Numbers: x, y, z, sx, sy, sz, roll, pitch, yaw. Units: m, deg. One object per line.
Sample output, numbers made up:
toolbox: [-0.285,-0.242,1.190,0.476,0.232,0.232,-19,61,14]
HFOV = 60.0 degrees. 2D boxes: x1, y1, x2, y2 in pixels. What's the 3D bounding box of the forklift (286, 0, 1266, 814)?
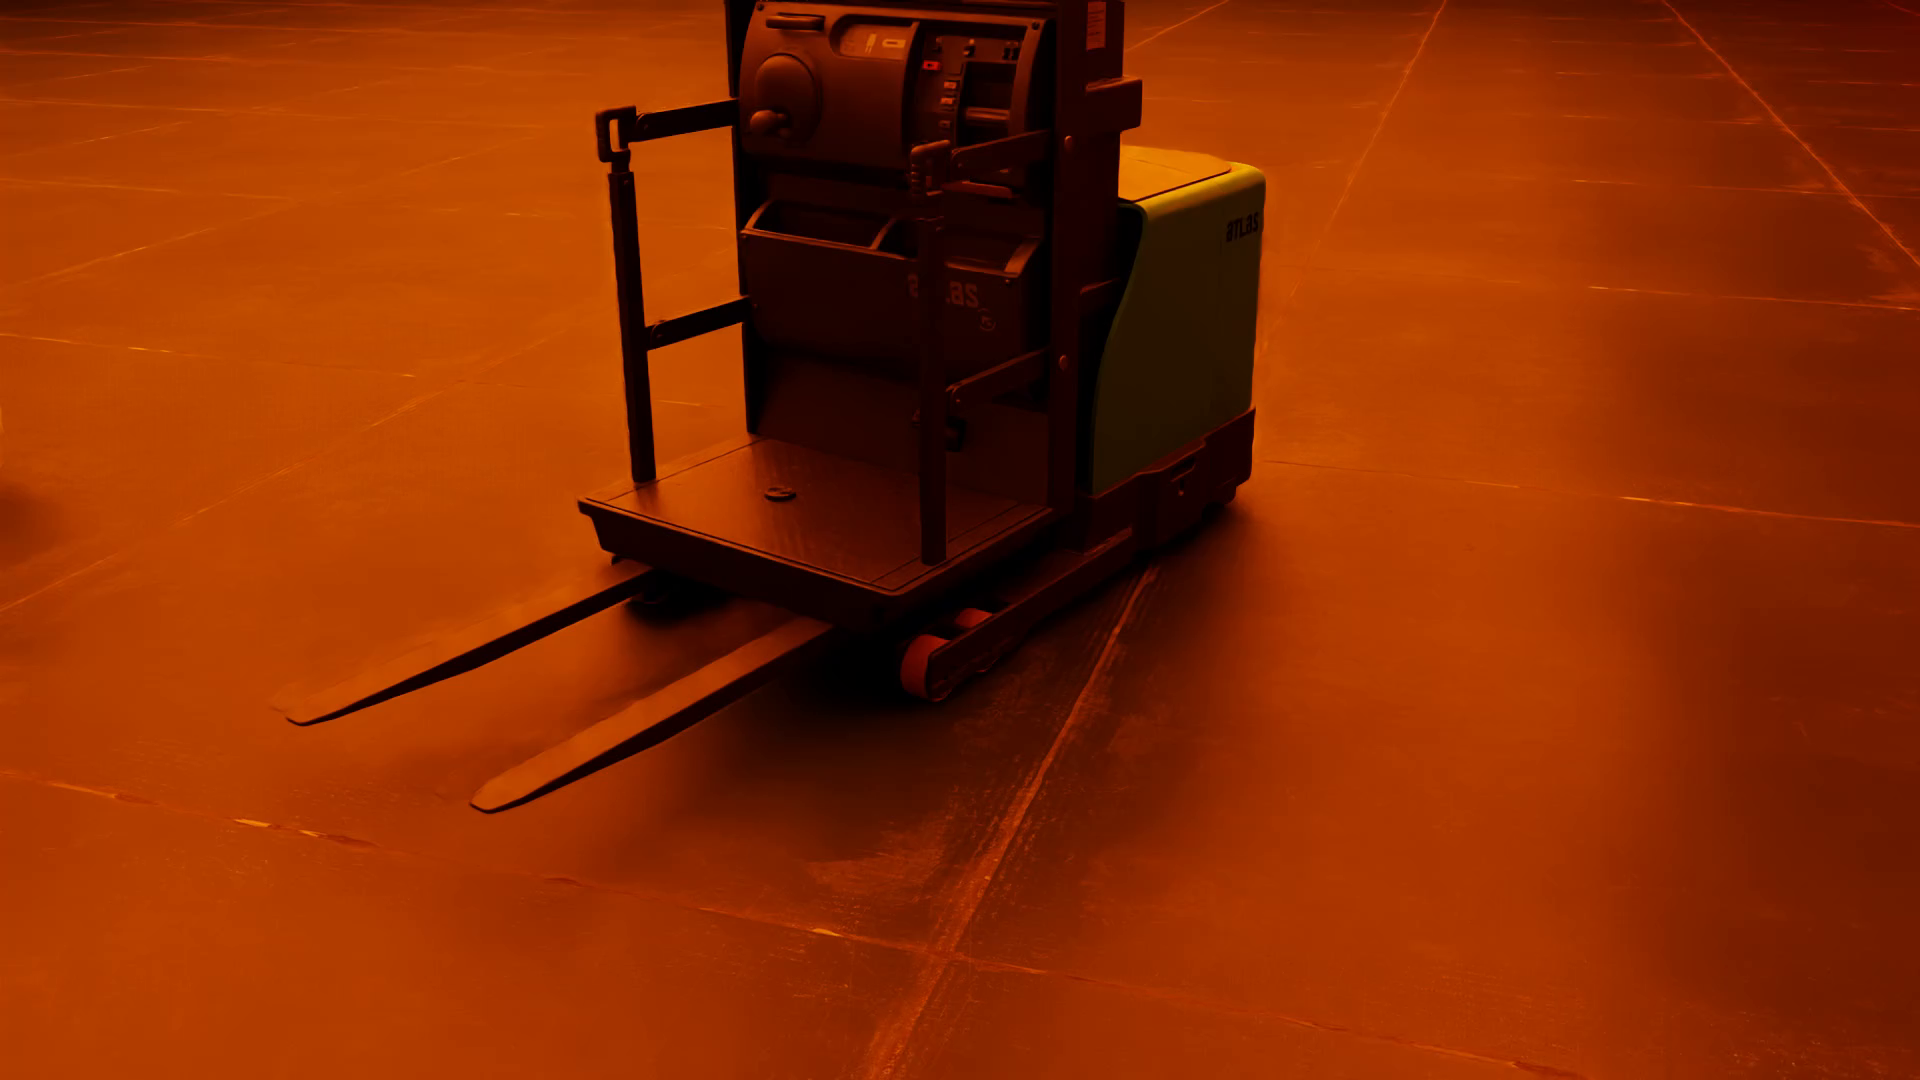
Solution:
forklift: [-0.314,-1.161,4.091,1.130,2.935,3.031,15,27,32]
